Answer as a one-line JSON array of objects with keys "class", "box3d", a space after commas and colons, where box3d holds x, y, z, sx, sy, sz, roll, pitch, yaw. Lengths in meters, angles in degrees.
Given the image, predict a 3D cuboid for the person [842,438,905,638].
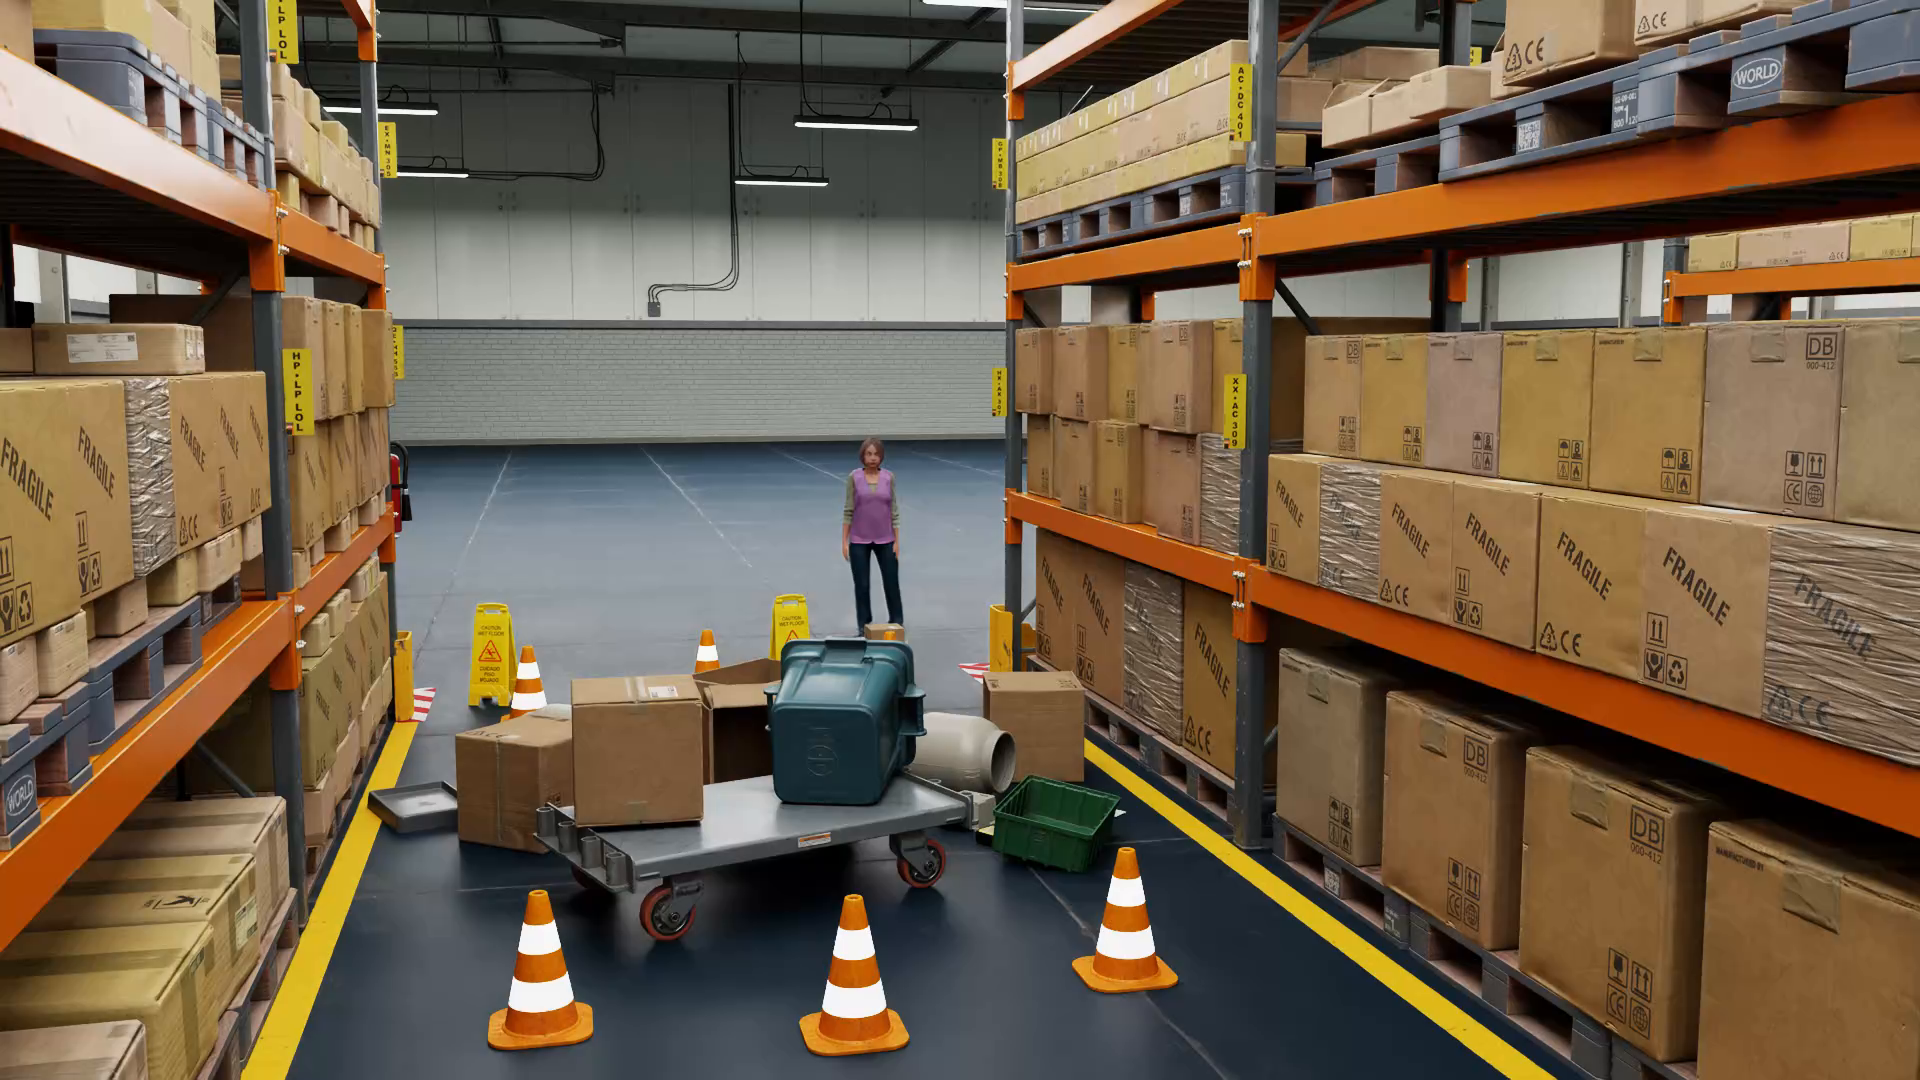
[{"class": "person", "box3d": [-0.648, 0.030, 12.529, 0.477, 1.601, 0.327, -1, 6, -9]}]
